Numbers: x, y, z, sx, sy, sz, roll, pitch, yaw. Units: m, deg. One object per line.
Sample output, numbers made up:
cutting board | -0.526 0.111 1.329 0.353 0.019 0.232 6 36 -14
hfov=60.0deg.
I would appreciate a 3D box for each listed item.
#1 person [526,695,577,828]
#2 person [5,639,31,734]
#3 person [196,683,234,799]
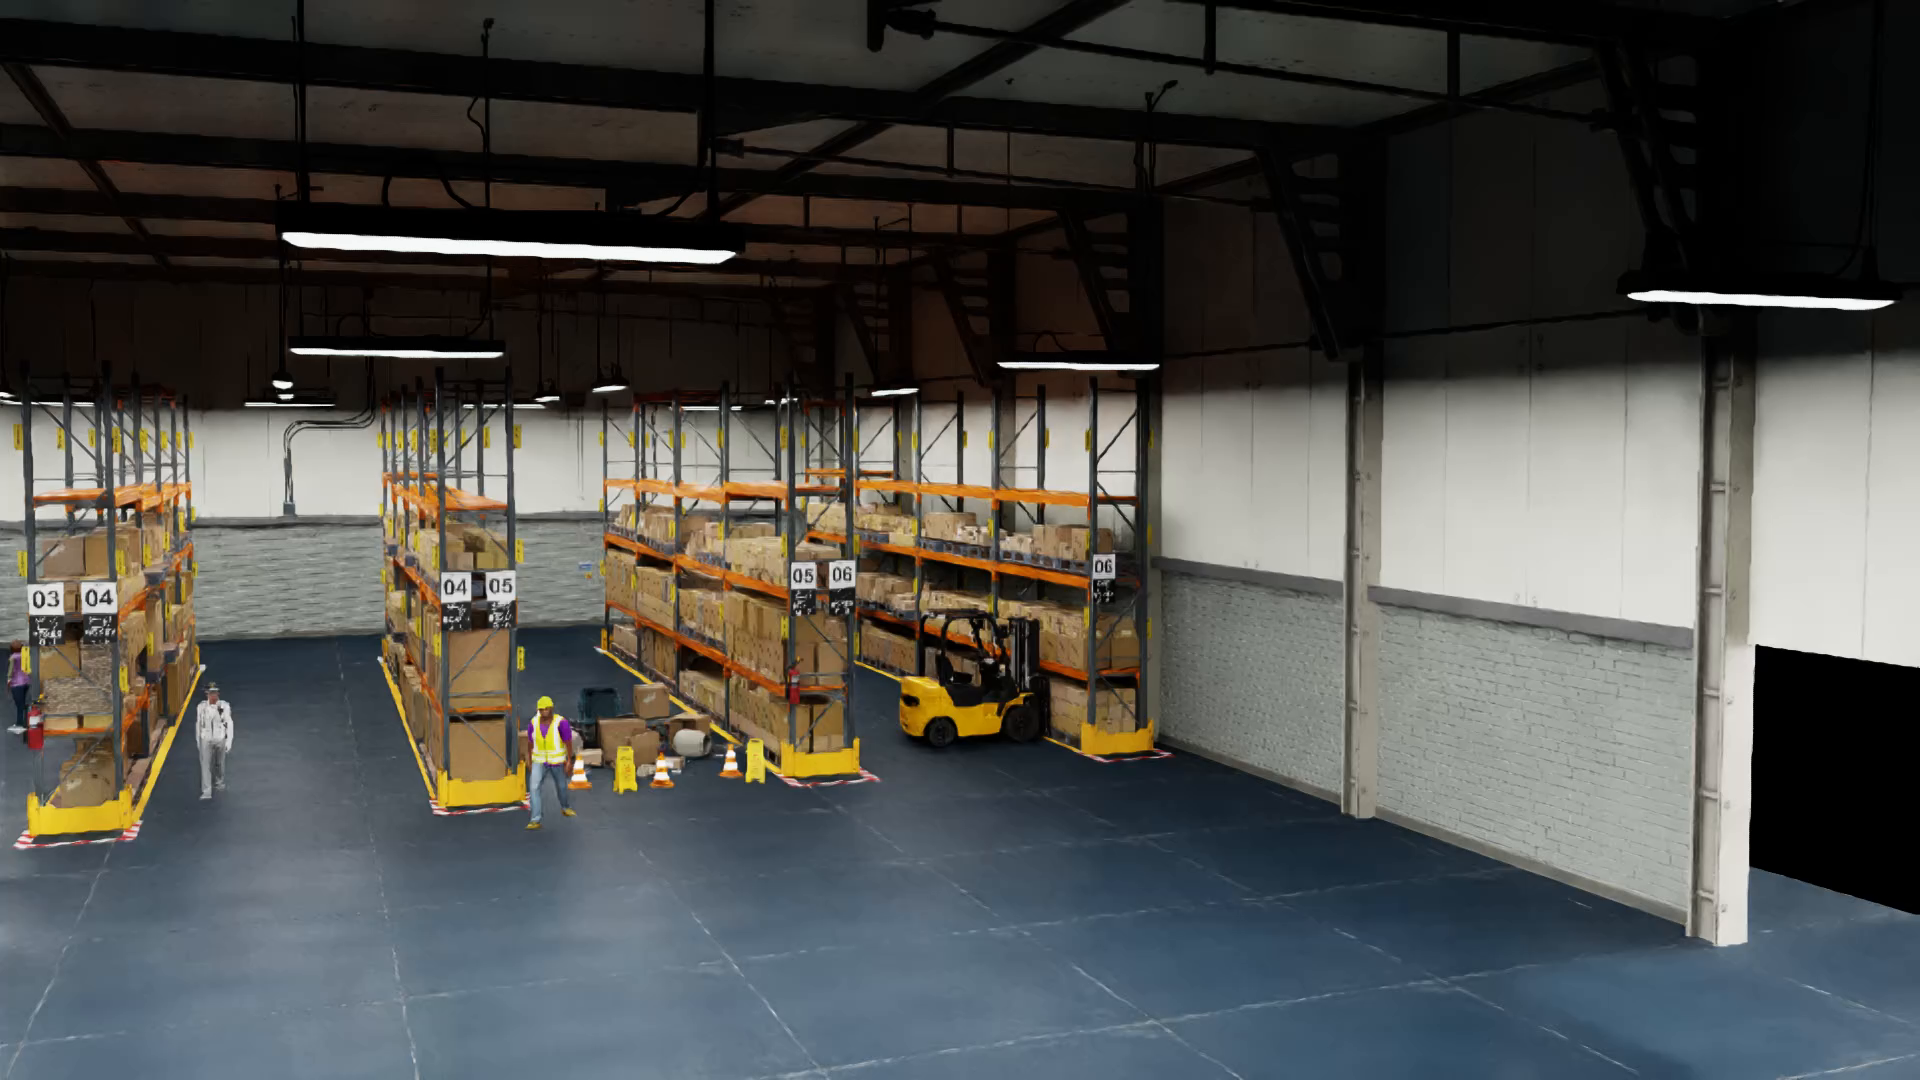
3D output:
person | -5.327 2.854 21.598 0.616 1.712 0.970 0 3 -1
person | -16.100 2.484 28.407 0.532 1.588 0.535 0 3 3
person | -10.469 2.782 23.362 0.488 1.590 1.089 -2 4 -24
